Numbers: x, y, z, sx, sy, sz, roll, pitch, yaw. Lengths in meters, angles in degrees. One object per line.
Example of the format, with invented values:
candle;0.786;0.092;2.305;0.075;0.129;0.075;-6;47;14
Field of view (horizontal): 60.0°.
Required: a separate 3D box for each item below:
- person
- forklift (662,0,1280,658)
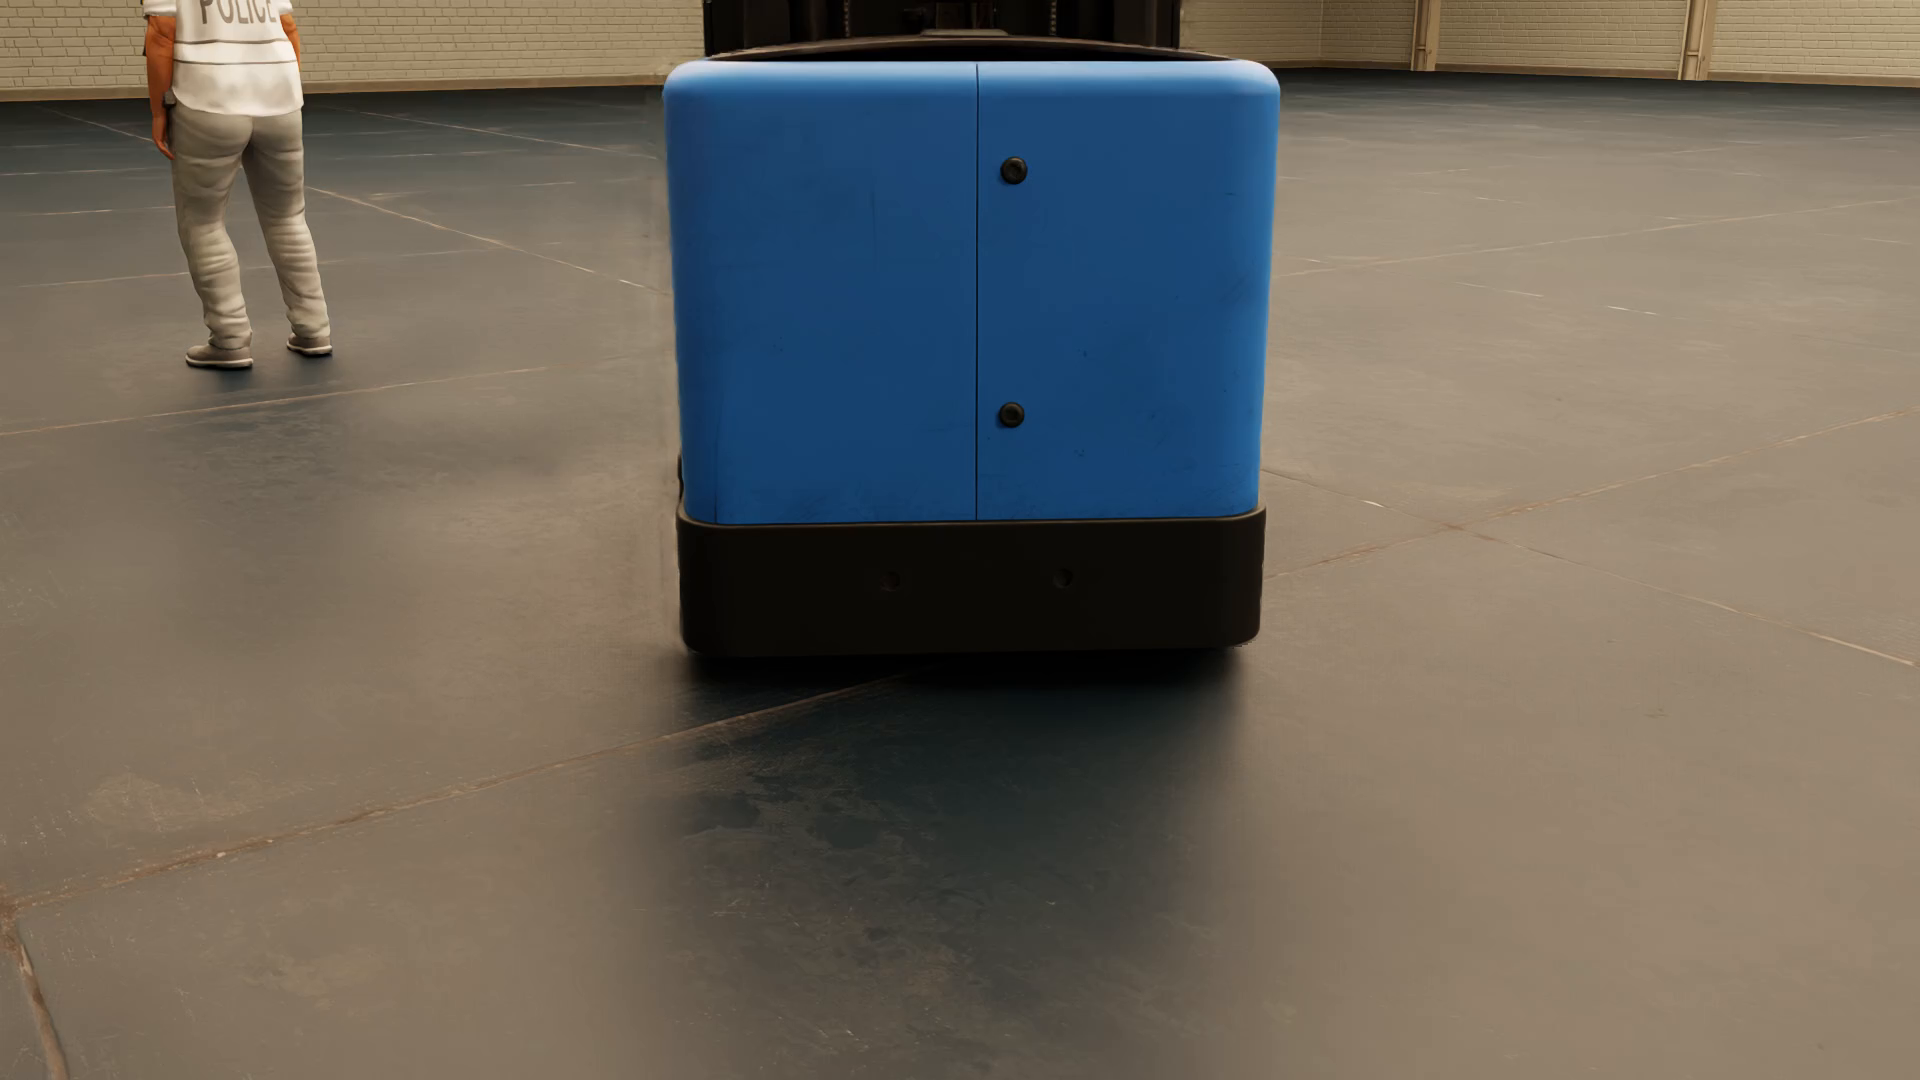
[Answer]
person;-2.429;-1.419;5.527;0.469;1.664;0.553;14;22;37
forklift;-0.055;-1.586;3.956;1.130;2.935;3.031;-1;18;-3
